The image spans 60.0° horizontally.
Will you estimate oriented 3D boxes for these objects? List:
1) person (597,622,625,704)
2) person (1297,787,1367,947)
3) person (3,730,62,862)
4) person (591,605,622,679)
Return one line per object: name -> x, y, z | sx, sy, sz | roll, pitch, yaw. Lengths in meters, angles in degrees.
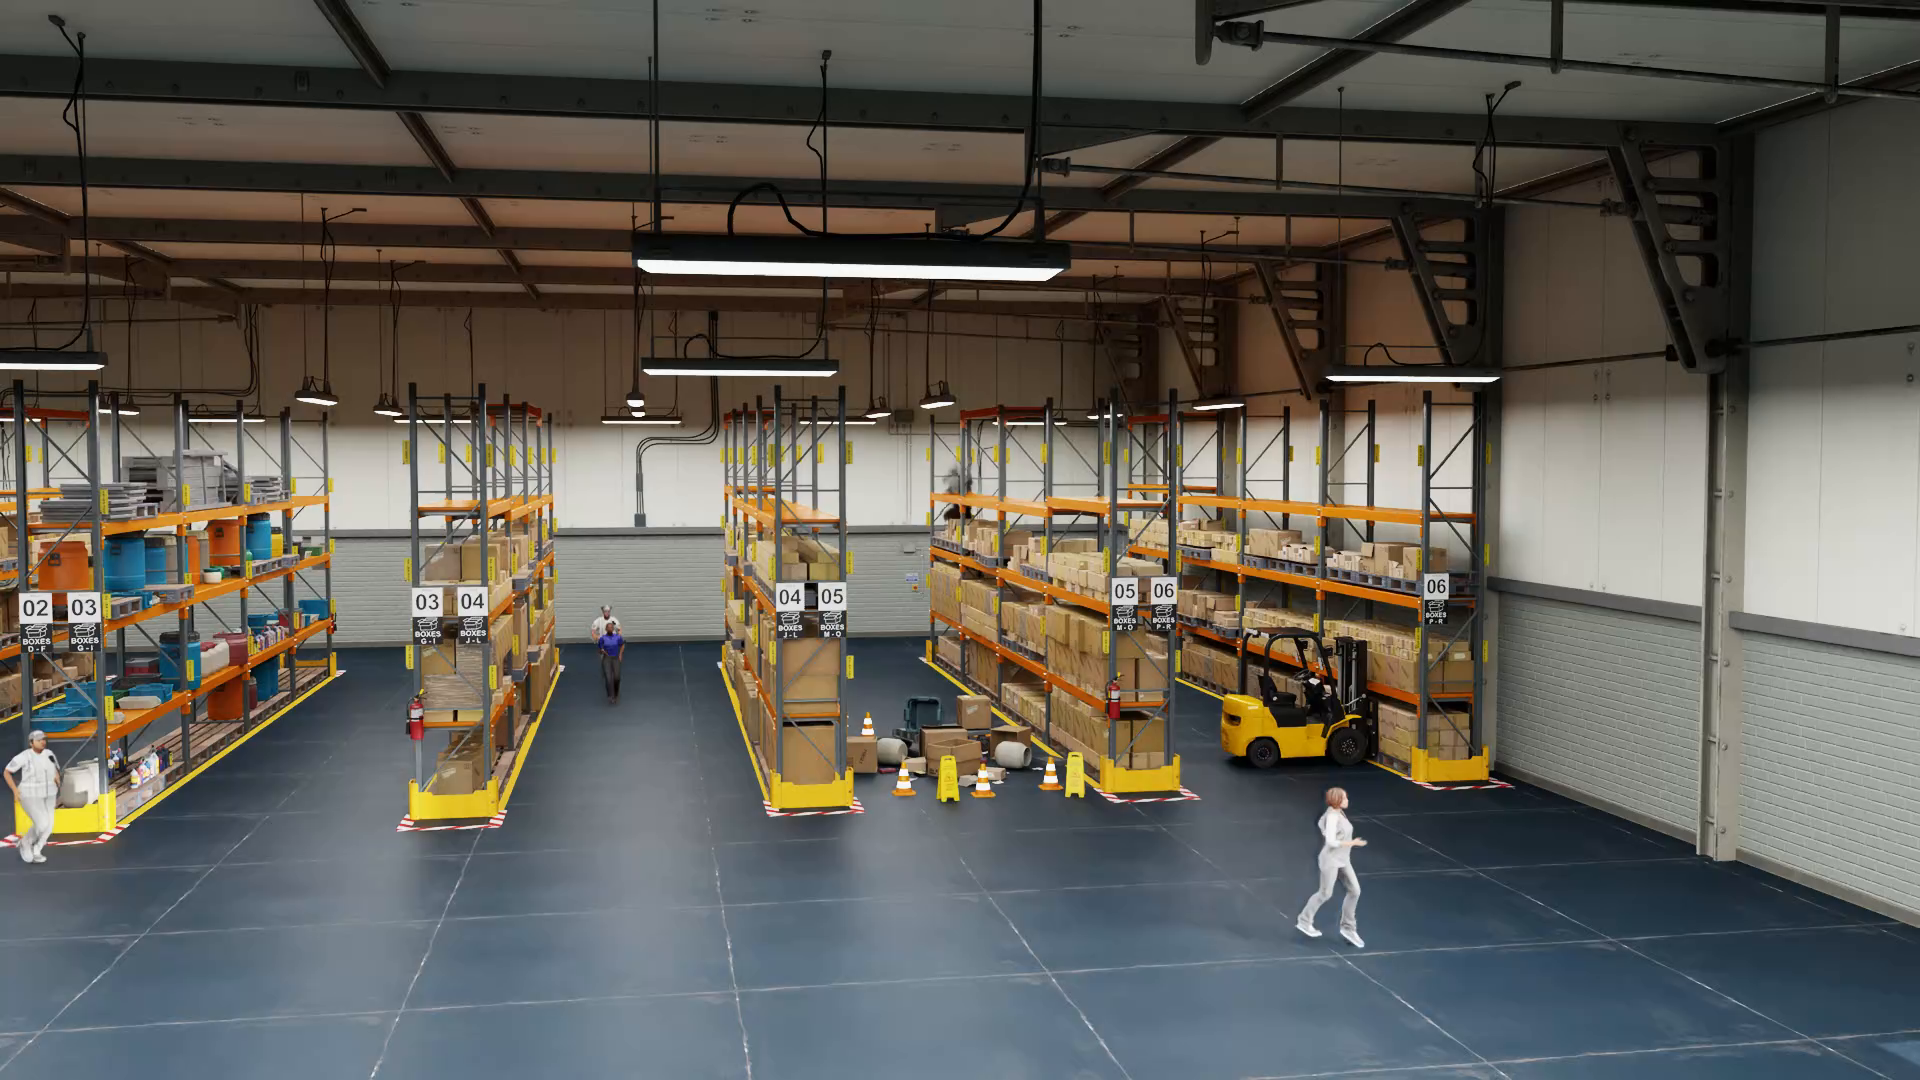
person -> -7.026, 2.489, 33.522 | 0.548, 1.662, 0.681 | -1, 3, -14
person -> 3.806, 3.334, 17.003 | 0.729, 1.637, 0.525 | 2, 3, 32
person -> -11.263, 3.145, 20.359 | 0.596, 1.627, 0.595 | 1, 3, 25
person -> -7.783, 2.292, 36.702 | 0.676, 1.743, 0.627 | -1, 3, -20
